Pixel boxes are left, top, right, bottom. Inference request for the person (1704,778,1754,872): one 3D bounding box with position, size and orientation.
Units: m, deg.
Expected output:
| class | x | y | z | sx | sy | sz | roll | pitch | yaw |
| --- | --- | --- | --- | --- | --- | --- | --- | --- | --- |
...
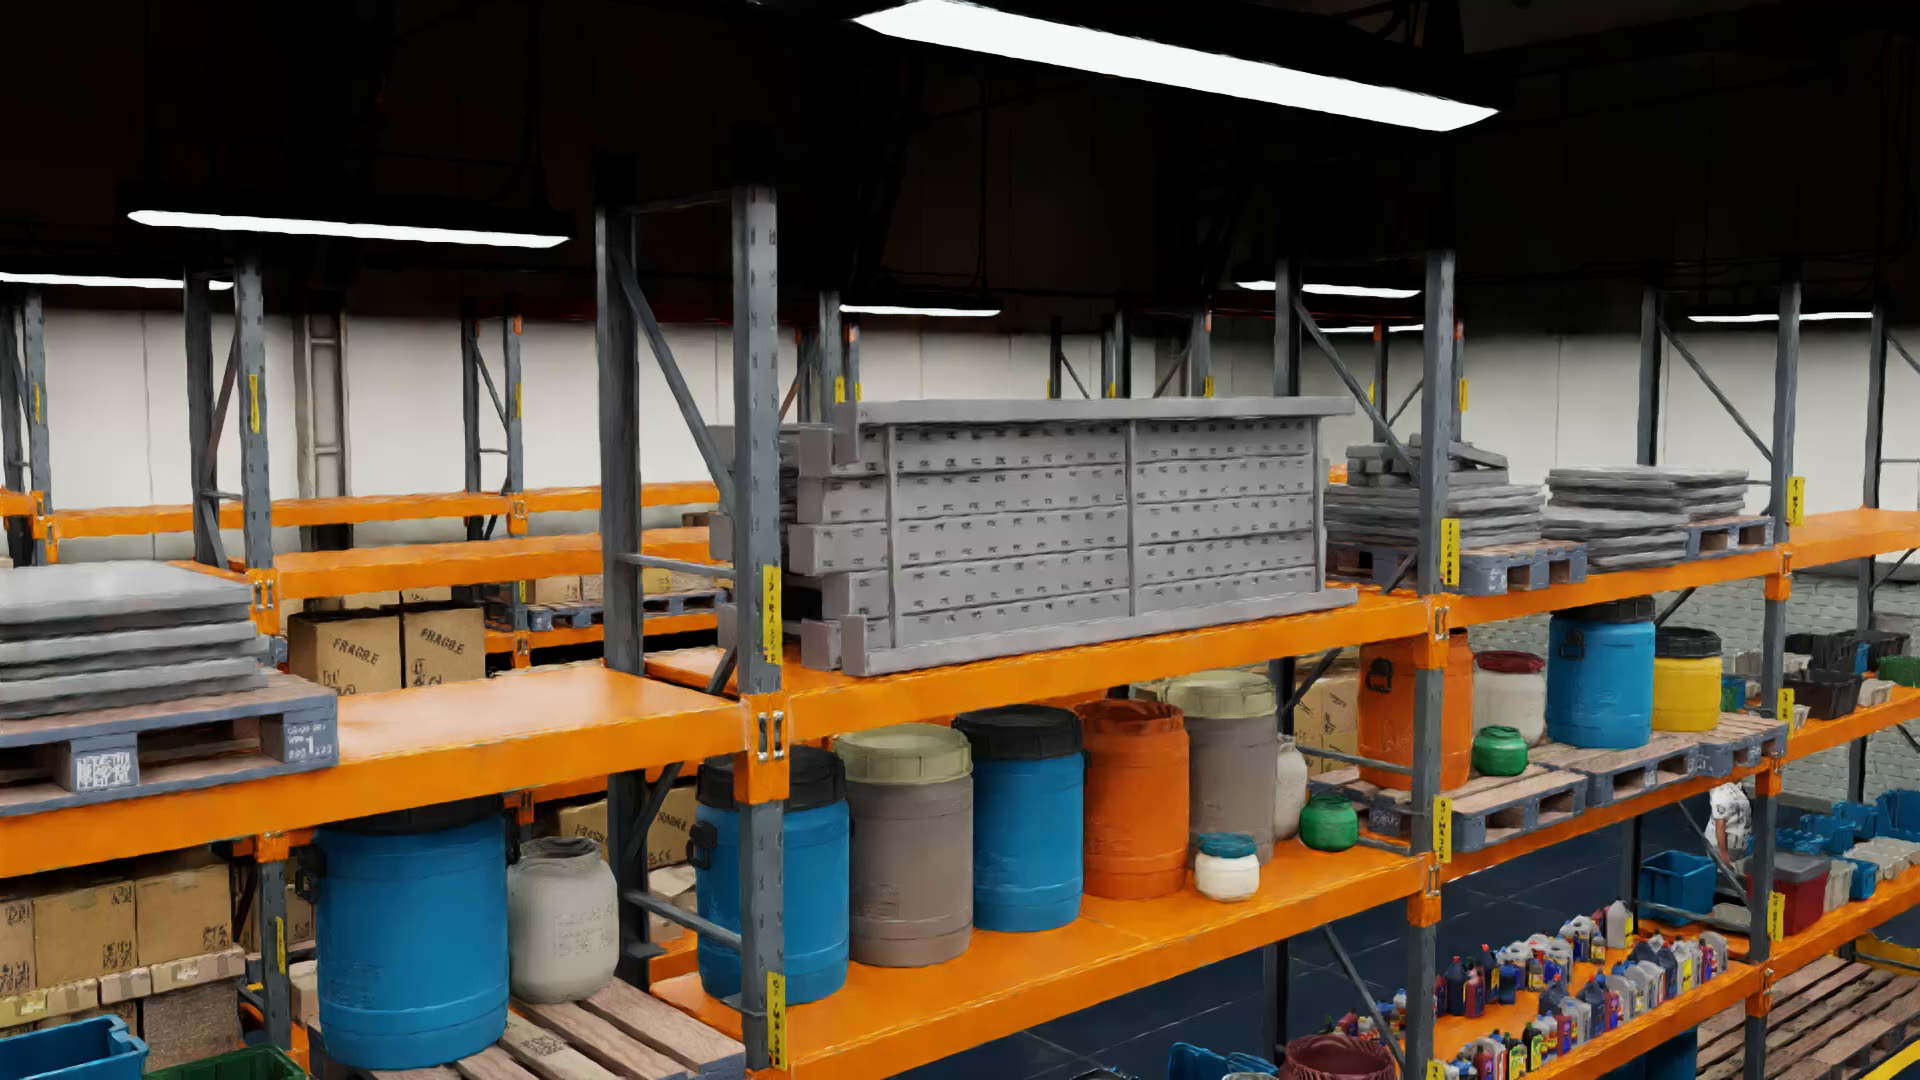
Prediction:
| class | x | y | z | sx | sy | sz | roll | pitch | yaw |
| --- | --- | --- | --- | --- | --- | --- | --- | --- | --- |
| person | 7.115 | 2.818 | 15.394 | 0.421 | 1.762 | 0.654 | 4 | 7 | 34 |
